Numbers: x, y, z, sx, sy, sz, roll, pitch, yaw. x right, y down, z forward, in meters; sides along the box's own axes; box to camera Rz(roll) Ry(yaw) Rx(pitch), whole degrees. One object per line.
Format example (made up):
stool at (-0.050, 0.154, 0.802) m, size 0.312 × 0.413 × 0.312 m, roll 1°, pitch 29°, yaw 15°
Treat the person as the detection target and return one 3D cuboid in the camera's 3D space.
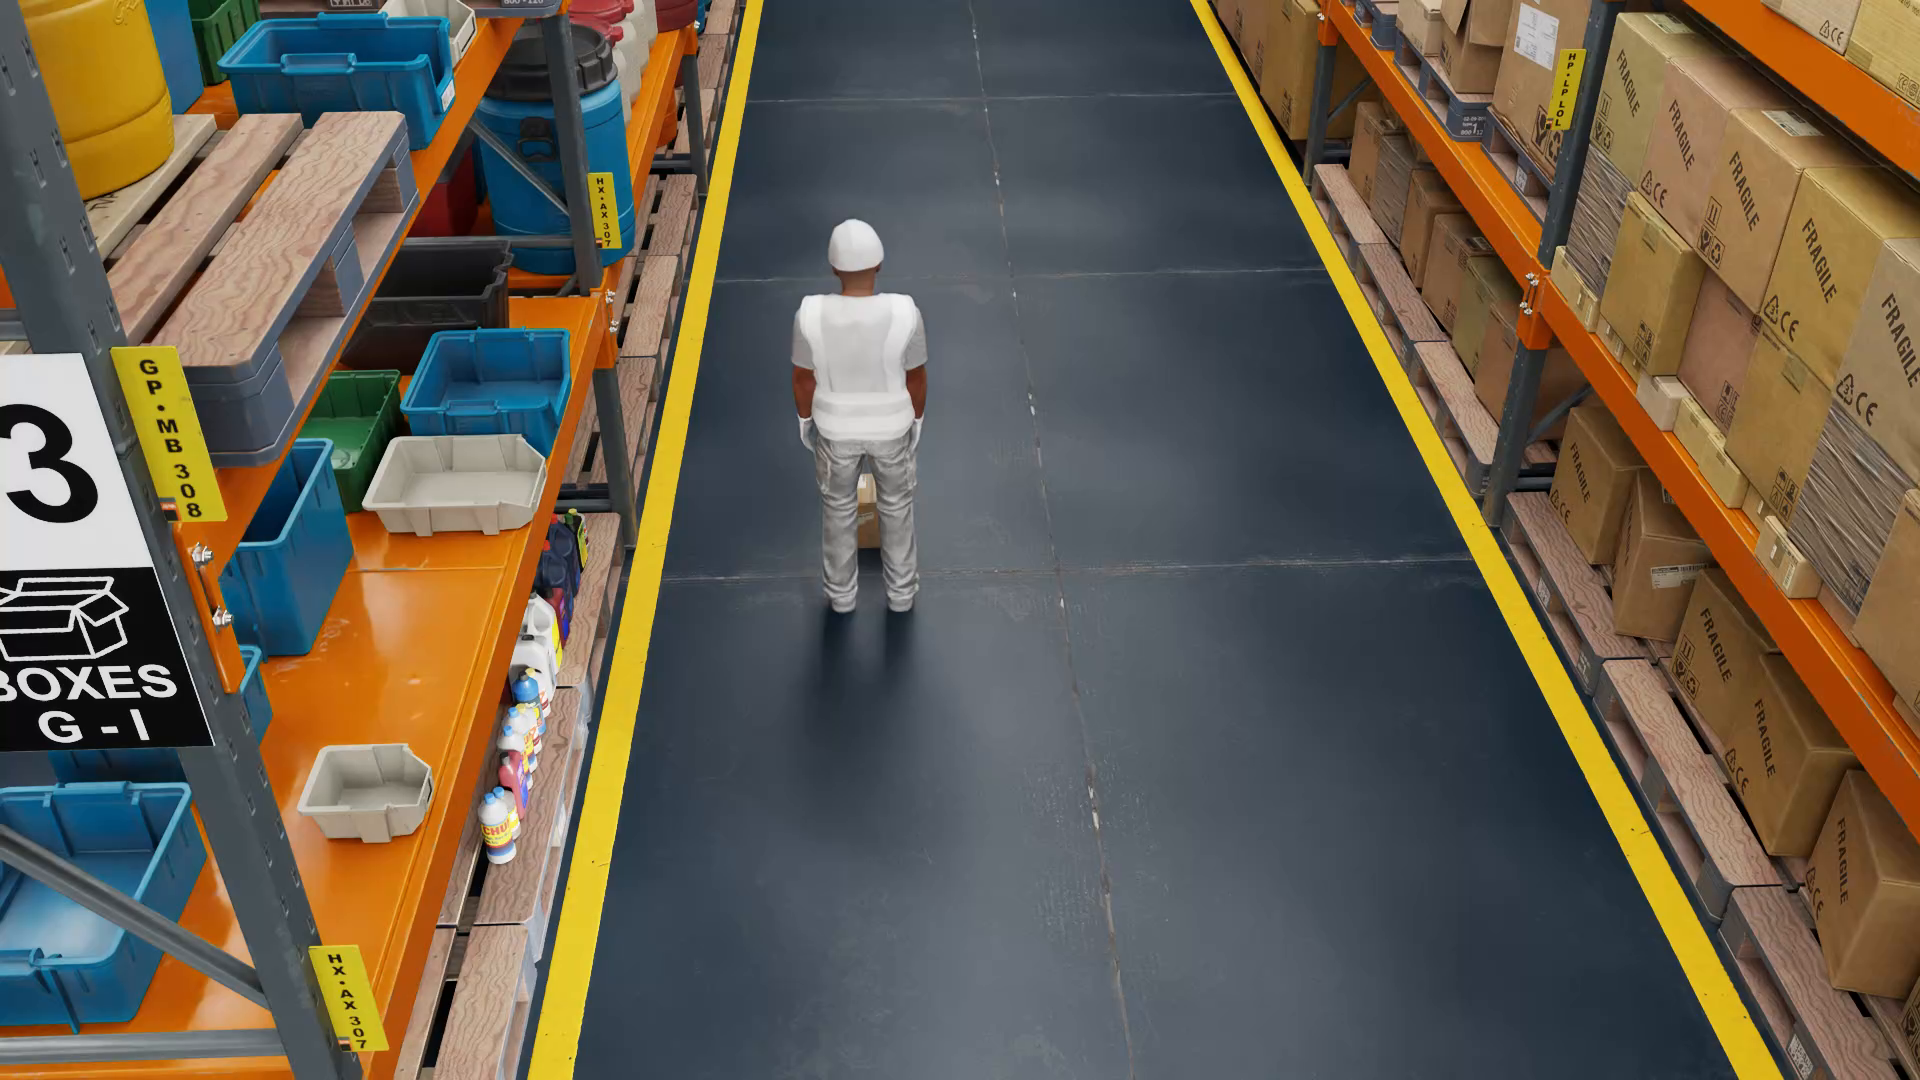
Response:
person at (-0.403, -0.482, 6.817) m, size 0.545 × 1.782 × 0.359 m, roll -1°, pitch 35°, yaw -1°
